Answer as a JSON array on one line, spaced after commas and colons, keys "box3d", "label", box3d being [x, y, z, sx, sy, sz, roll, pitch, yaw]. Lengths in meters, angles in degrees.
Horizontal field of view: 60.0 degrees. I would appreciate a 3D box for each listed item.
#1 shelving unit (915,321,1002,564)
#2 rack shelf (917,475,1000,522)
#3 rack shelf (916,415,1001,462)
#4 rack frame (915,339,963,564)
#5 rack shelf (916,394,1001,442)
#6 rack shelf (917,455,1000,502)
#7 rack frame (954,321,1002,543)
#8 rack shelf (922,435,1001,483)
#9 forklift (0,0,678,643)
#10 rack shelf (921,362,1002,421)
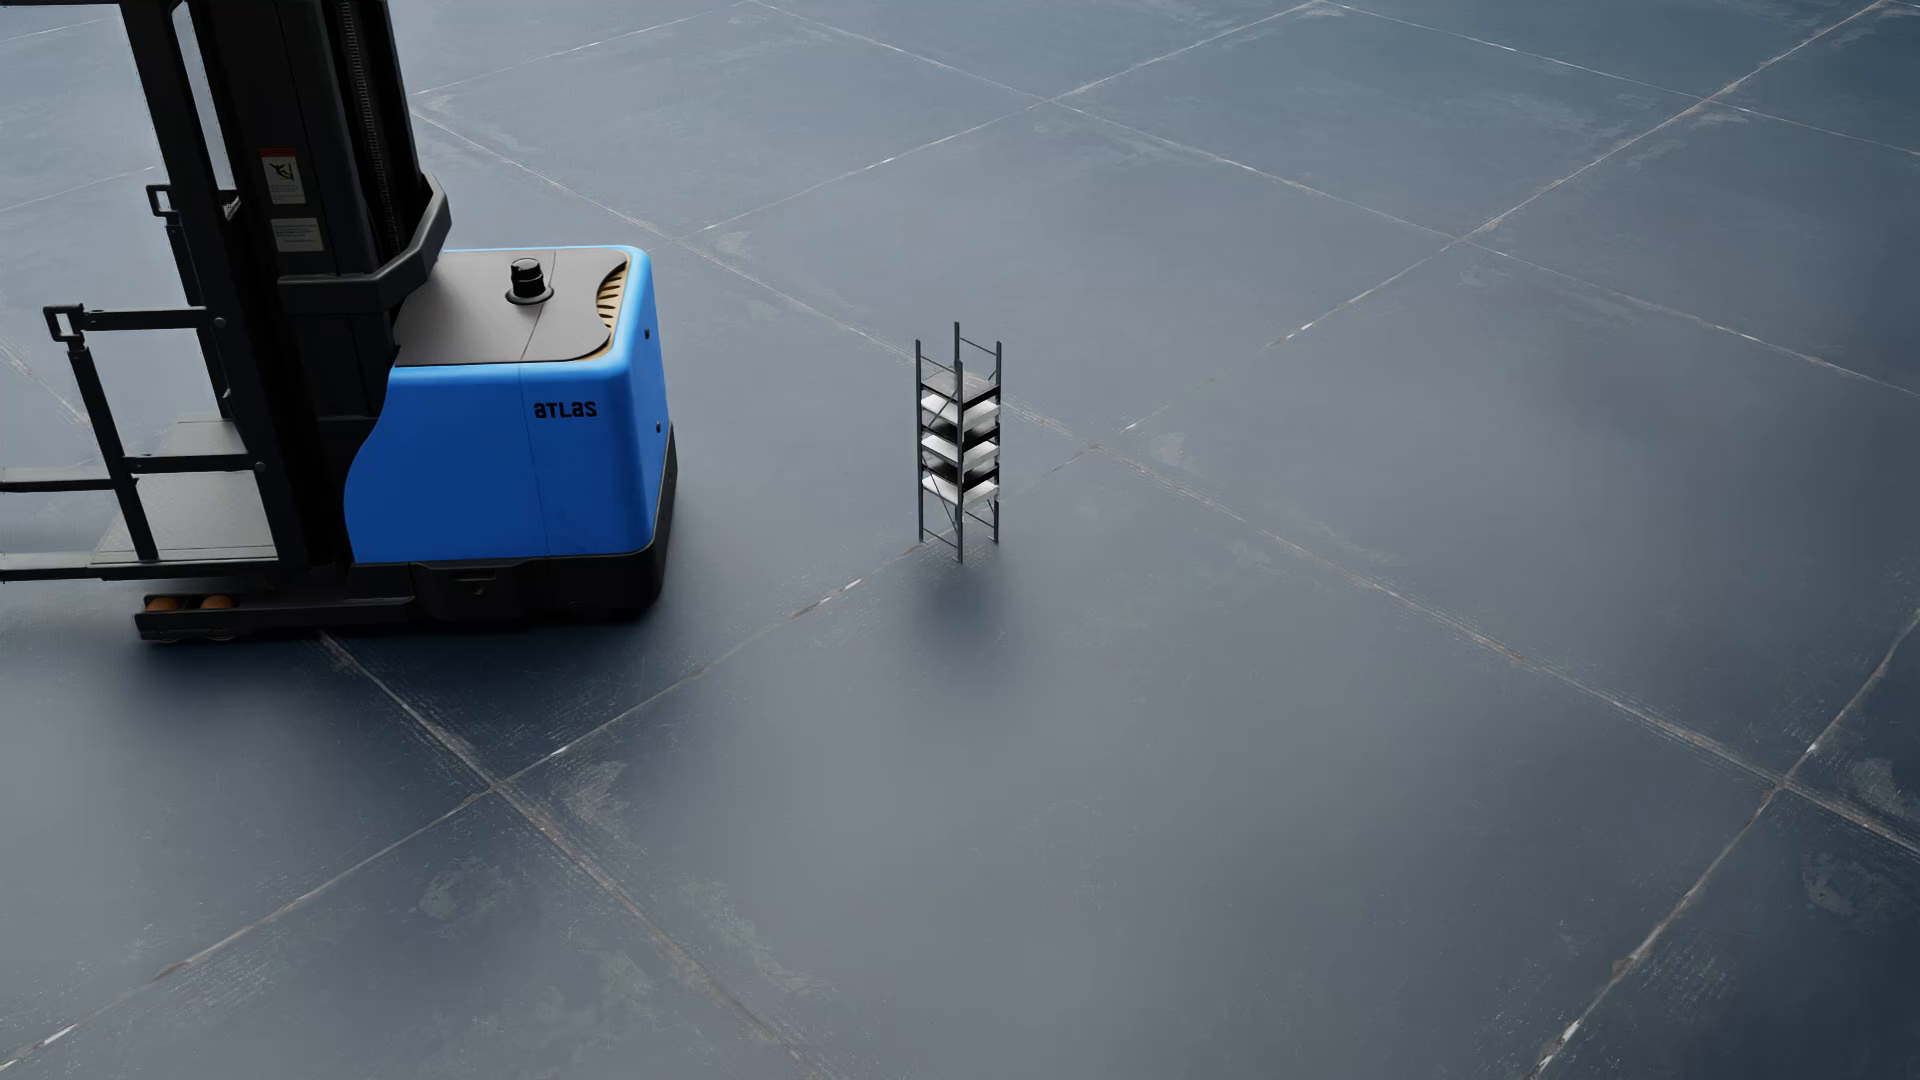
[{"box3d": [-0.006, -0.366, 6.388, 0.258, 0.900, 0.210, 30, 45, 35], "label": "shelving unit"}, {"box3d": [-0.006, -0.191, 6.510, 0.258, 0.077, 0.200, 30, 45, 35], "label": "rack shelf"}, {"box3d": [-0.006, -0.412, 6.355, 0.258, 0.077, 0.200, 30, 45, 35], "label": "rack shelf"}, {"box3d": [-0.077, -0.325, 6.329, 0.240, 0.900, 0.006, 30, 45, 35], "label": "rack frame"}, {"box3d": [-0.006, -0.486, 6.304, 0.258, 0.077, 0.200, 30, 45, 35], "label": "rack shelf"}, {"box3d": [-0.006, -0.265, 6.458, 0.258, 0.077, 0.200, 30, 45, 35], "label": "rack shelf"}, {"box3d": [0.066, -0.407, 6.447, 0.240, 0.900, 0.006, 30, 45, 35], "label": "rack frame"}, {"box3d": [-0.006, -0.338, 6.407, 0.258, 0.077, 0.200, 30, 45, 35], "label": "rack shelf"}, {"box3d": [-2.662, -1.137, 5.718, 3.031, 2.935, 1.130, -2, 35, -3], "label": "forklift"}, {"box3d": [-0.006, -0.560, 6.252, 0.258, 0.077, 0.200, 30, 45, 35], "label": "rack shelf"}]
